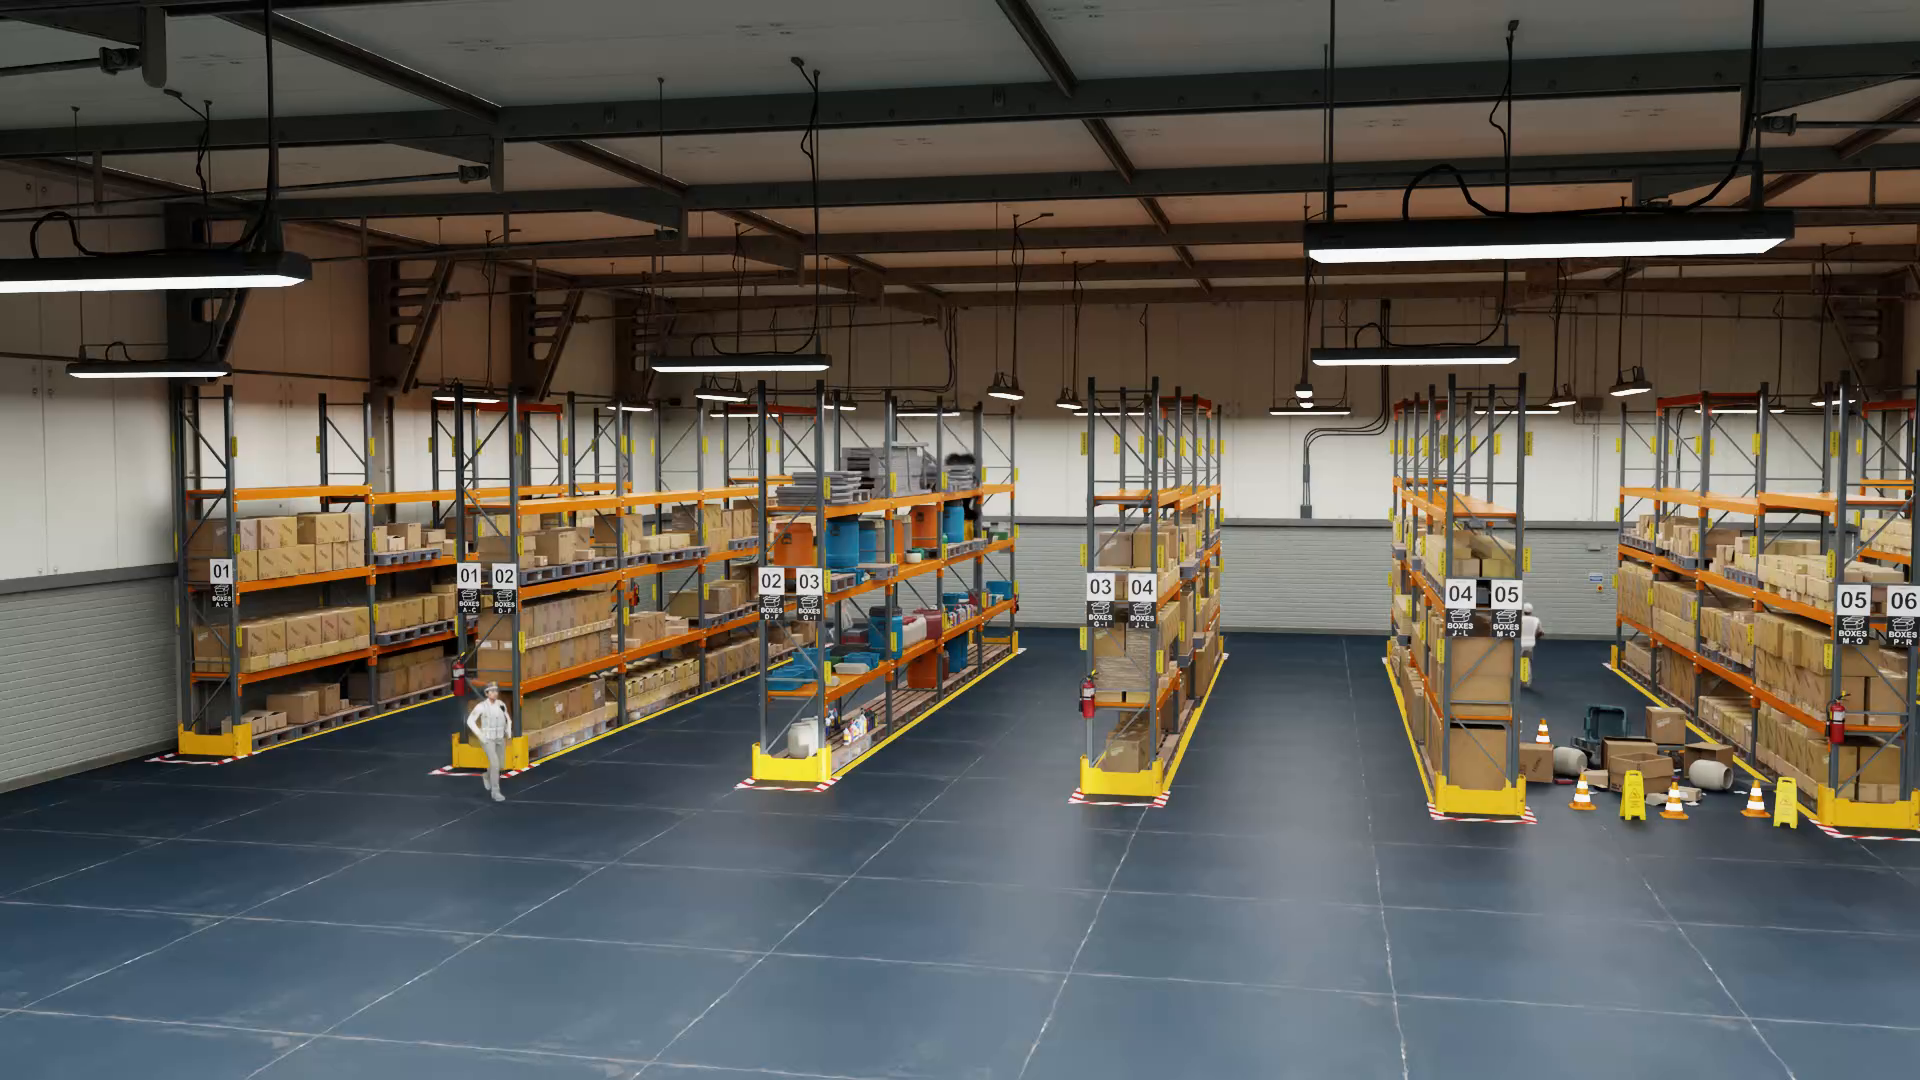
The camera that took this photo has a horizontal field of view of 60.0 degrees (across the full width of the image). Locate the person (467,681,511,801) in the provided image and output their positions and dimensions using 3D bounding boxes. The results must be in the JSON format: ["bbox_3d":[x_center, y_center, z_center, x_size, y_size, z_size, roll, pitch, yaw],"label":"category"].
[{"bbox_3d":[-6.699,2.842,23.692,0.688,1.681,0.640,3,4,43],"label":"person"}]

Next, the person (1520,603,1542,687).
[{"bbox_3d":[11.812,2.181,34.815,0.687,1.738,0.546,0,3,2],"label":"person"}]

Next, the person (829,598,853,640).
[{"bbox_3d":[-3.069,1.850,42.400,0.579,1.600,0.574,1,4,24],"label":"person"}]
